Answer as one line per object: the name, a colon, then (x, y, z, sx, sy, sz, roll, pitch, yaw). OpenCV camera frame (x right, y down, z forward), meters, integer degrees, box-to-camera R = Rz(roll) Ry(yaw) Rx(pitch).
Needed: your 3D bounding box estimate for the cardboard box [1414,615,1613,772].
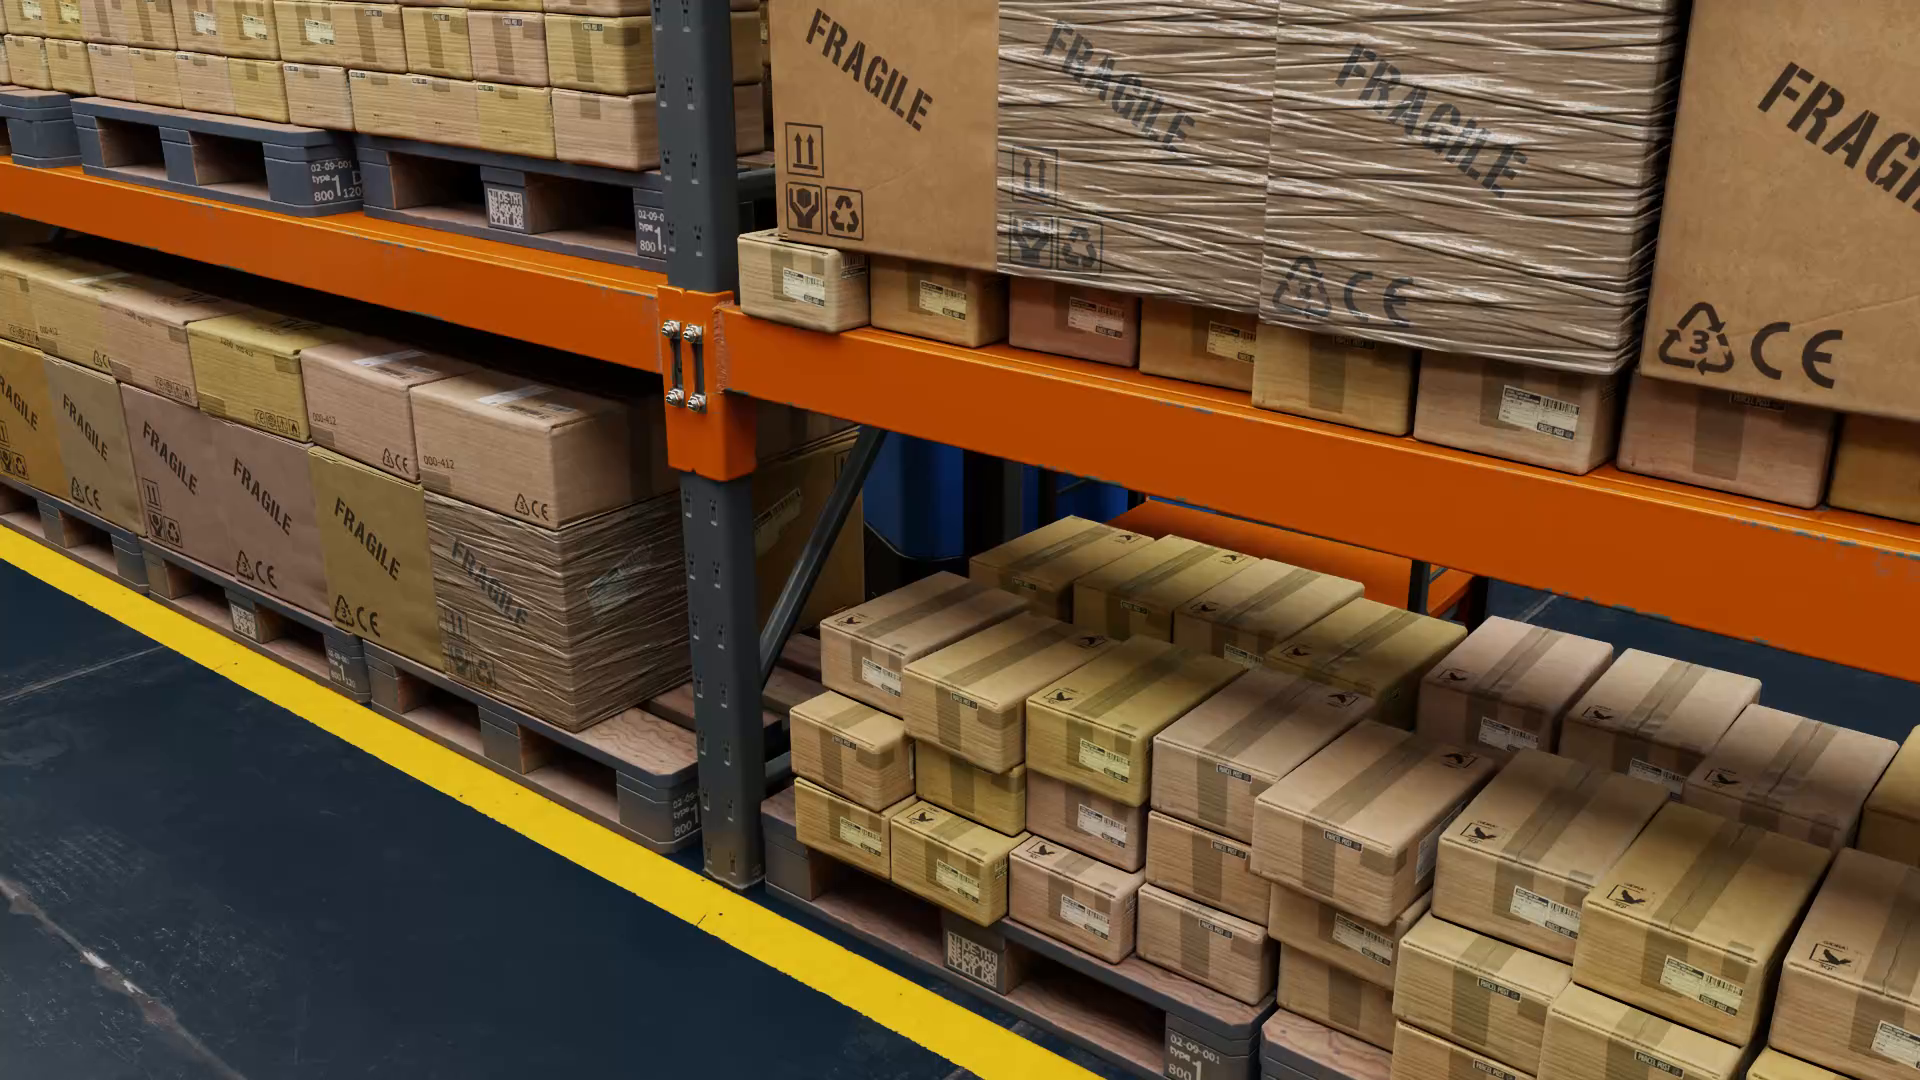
cardboard box: (1.075, 0.301, 3.222, 0.250, 0.149, 0.380, 15, 25, 34)

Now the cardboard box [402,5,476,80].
cardboard box: (-1.034, -1.148, 3.802, 0.250, 0.149, 0.380, 17, 27, 39)

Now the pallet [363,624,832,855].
pallet: (-0.810, 0.351, 4.439, 1.213, 0.211, 1.003, 16, 26, 36)

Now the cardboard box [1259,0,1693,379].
cardboard box: (0.774, -0.557, 2.330, 0.500, 0.500, 0.500, 15, 26, 35)

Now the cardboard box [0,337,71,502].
cardboard box: (-2.918, -0.473, 5.618, 0.500, 0.500, 0.500, 15, 25, 34)

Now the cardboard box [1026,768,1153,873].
cardboard box: (0.337, 0.462, 3.215, 0.250, 0.149, 0.380, 16, 26, 36)

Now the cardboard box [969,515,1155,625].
cardboard box: (0.235, 0.086, 3.790, 0.250, 0.149, 0.380, 17, 27, 38)

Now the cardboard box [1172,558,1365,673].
cardboard box: (0.655, 0.186, 3.525, 0.250, 0.149, 0.380, 16, 26, 36)

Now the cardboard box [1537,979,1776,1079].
cardboard box: (1.073, 0.726, 2.514, 0.250, 0.149, 0.380, 16, 26, 37)

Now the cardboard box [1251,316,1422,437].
cardboard box: (0.655, -0.292, 2.547, 0.250, 0.149, 0.380, 17, 26, 37)

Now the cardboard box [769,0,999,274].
cardboard box: (0.019, -0.787, 2.942, 0.500, 0.500, 0.500, 16, 26, 35)

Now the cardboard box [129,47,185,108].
cardboard box: (-2.057, -1.302, 4.631, 0.250, 0.149, 0.380, 16, 26, 37)

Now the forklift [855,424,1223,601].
forklift: (-0.242, -1.575, 5.692, 1.130, 2.935, 3.031, -8, 22, -21)

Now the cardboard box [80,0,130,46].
cardboard box: (-2.249, -1.498, 4.729, 0.250, 0.149, 0.380, 16, 26, 36)

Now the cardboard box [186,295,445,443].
cardboard box: (-1.751, -0.488, 4.596, 0.500, 0.250, 0.500, 15, 25, 34)

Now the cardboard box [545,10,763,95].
cardboard box: (-0.639, -1.034, 3.498, 0.250, 0.149, 0.380, 17, 27, 38)

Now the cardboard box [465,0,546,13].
cardboard box: (-0.849, -1.234, 3.607, 0.250, 0.149, 0.380, 15, 25, 35)

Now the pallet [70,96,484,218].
pallet: (-1.745, -1.153, 4.747, 1.213, 0.211, 1.003, 16, 26, 36)

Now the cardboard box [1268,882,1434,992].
cardboard box: (0.743, 0.591, 2.874, 0.250, 0.149, 0.380, 18, 27, 39)

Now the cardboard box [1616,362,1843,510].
cardboard box: (1.095, -0.183, 2.258, 0.250, 0.149, 0.380, 17, 27, 38)

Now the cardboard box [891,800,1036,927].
cardboard box: (0.079, 0.585, 3.311, 0.250, 0.149, 0.380, 17, 27, 38)

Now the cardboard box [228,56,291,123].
cardboard box: (-1.650, -1.184, 4.318, 0.250, 0.149, 0.380, 17, 27, 39)

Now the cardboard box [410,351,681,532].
cardboard box: (-0.943, -0.256, 3.980, 0.500, 0.250, 0.500, 15, 25, 35)

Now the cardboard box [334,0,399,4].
cardboard box: (-1.251, -1.351, 3.917, 0.250, 0.149, 0.380, 16, 26, 36)

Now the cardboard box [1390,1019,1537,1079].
cardboard box: (0.904, 0.804, 2.730, 0.250, 0.149, 0.380, 15, 25, 35)

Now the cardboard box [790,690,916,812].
cardboard box: (-0.127, 0.386, 3.418, 0.250, 0.149, 0.380, 18, 27, 39)

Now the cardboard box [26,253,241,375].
cardboard box: (-2.531, -0.718, 5.206, 0.500, 0.250, 0.500, 16, 26, 36)

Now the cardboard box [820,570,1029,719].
cardboard box: (-0.070, 0.212, 3.458, 0.250, 0.149, 0.380, 17, 27, 38)

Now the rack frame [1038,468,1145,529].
rack frame: (0.365, -0.168, 4.520, 0.032, 1.125, 0.500, 15, 25, 34)

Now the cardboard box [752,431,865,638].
cardboard box: (-0.610, -0.045, 4.484, 0.500, 0.500, 0.500, 17, 27, 38)

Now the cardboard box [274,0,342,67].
cardboard box: (-1.449, -1.267, 4.115, 0.250, 0.149, 0.380, 14, 25, 34)

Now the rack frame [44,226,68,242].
rack frame: (-3.305, -1.673, 5.854, 0.127, 3.000, 1.000, 16, 26, 36)

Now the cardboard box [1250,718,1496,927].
cardboard box: (0.695, 0.463, 2.790, 0.250, 0.149, 0.380, 17, 26, 37)

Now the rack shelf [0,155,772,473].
rack shelf: (-1.755, -0.891, 4.798, 4.000, 0.370, 1.077, 16, 26, 36)

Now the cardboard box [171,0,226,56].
cardboard box: (-1.847, -1.383, 4.423, 0.250, 0.149, 0.380, 17, 27, 38)

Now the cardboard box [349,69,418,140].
cardboard box: (-1.226, -1.064, 4.000, 0.250, 0.149, 0.380, 15, 25, 34)

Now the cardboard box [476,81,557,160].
cardboard box: (-0.840, -0.952, 3.703, 0.250, 0.149, 0.380, 16, 26, 37)

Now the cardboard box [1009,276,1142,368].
cardboard box: (0.294, -0.428, 2.909, 0.250, 0.149, 0.380, 15, 25, 34)

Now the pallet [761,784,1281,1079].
pallet: (0.337, 0.664, 3.608, 1.213, 0.211, 1.003, 16, 26, 36)

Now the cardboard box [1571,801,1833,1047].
cardboard box: (1.125, 0.567, 2.515, 0.250, 0.149, 0.380, 16, 26, 37)

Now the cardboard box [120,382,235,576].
cardboard box: (-2.126, -0.248, 5.023, 0.500, 0.500, 0.500, 15, 26, 35)

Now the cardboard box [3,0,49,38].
cardboard box: (-2.637, -1.610, 5.026, 0.250, 0.149, 0.380, 15, 25, 35)

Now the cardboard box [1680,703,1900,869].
cardboard box: (1.415, 0.443, 2.845, 0.250, 0.149, 0.380, 16, 26, 36)

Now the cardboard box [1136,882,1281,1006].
cardboard box: (0.533, 0.669, 3.088, 0.250, 0.149, 0.380, 15, 26, 35)

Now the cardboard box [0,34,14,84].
cardboard box: (-2.878, -1.537, 5.255, 0.250, 0.149, 0.380, 18, 27, 39)

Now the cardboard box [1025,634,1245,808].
cardboard box: (0.333, 0.332, 3.138, 0.250, 0.149, 0.380, 16, 26, 36)

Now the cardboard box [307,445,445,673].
cardboard box: (-1.336, -0.019, 4.414, 0.500, 0.500, 0.500, 15, 26, 35)

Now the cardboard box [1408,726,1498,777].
cardboard box: (1.018, 0.447, 3.255, 0.250, 0.149, 0.380, 17, 26, 38)

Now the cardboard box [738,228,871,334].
cardboard box: (-0.193, -0.511, 3.127, 0.250, 0.149, 0.380, 17, 27, 38)

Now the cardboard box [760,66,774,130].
cardboard box: (-0.439, -1.134, 4.184, 0.250, 0.149, 0.380, 17, 26, 37)

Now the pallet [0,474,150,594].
pallet: (-2.700, -0.194, 5.883, 1.213, 0.211, 1.003, 16, 26, 36)

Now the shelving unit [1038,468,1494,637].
shelving unit: (0.772, -0.061, 4.235, 1.048, 1.125, 0.538, 15, 25, 34)

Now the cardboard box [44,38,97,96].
cardboard box: (-2.458, -1.418, 4.937, 0.250, 0.149, 0.380, 18, 27, 39)
